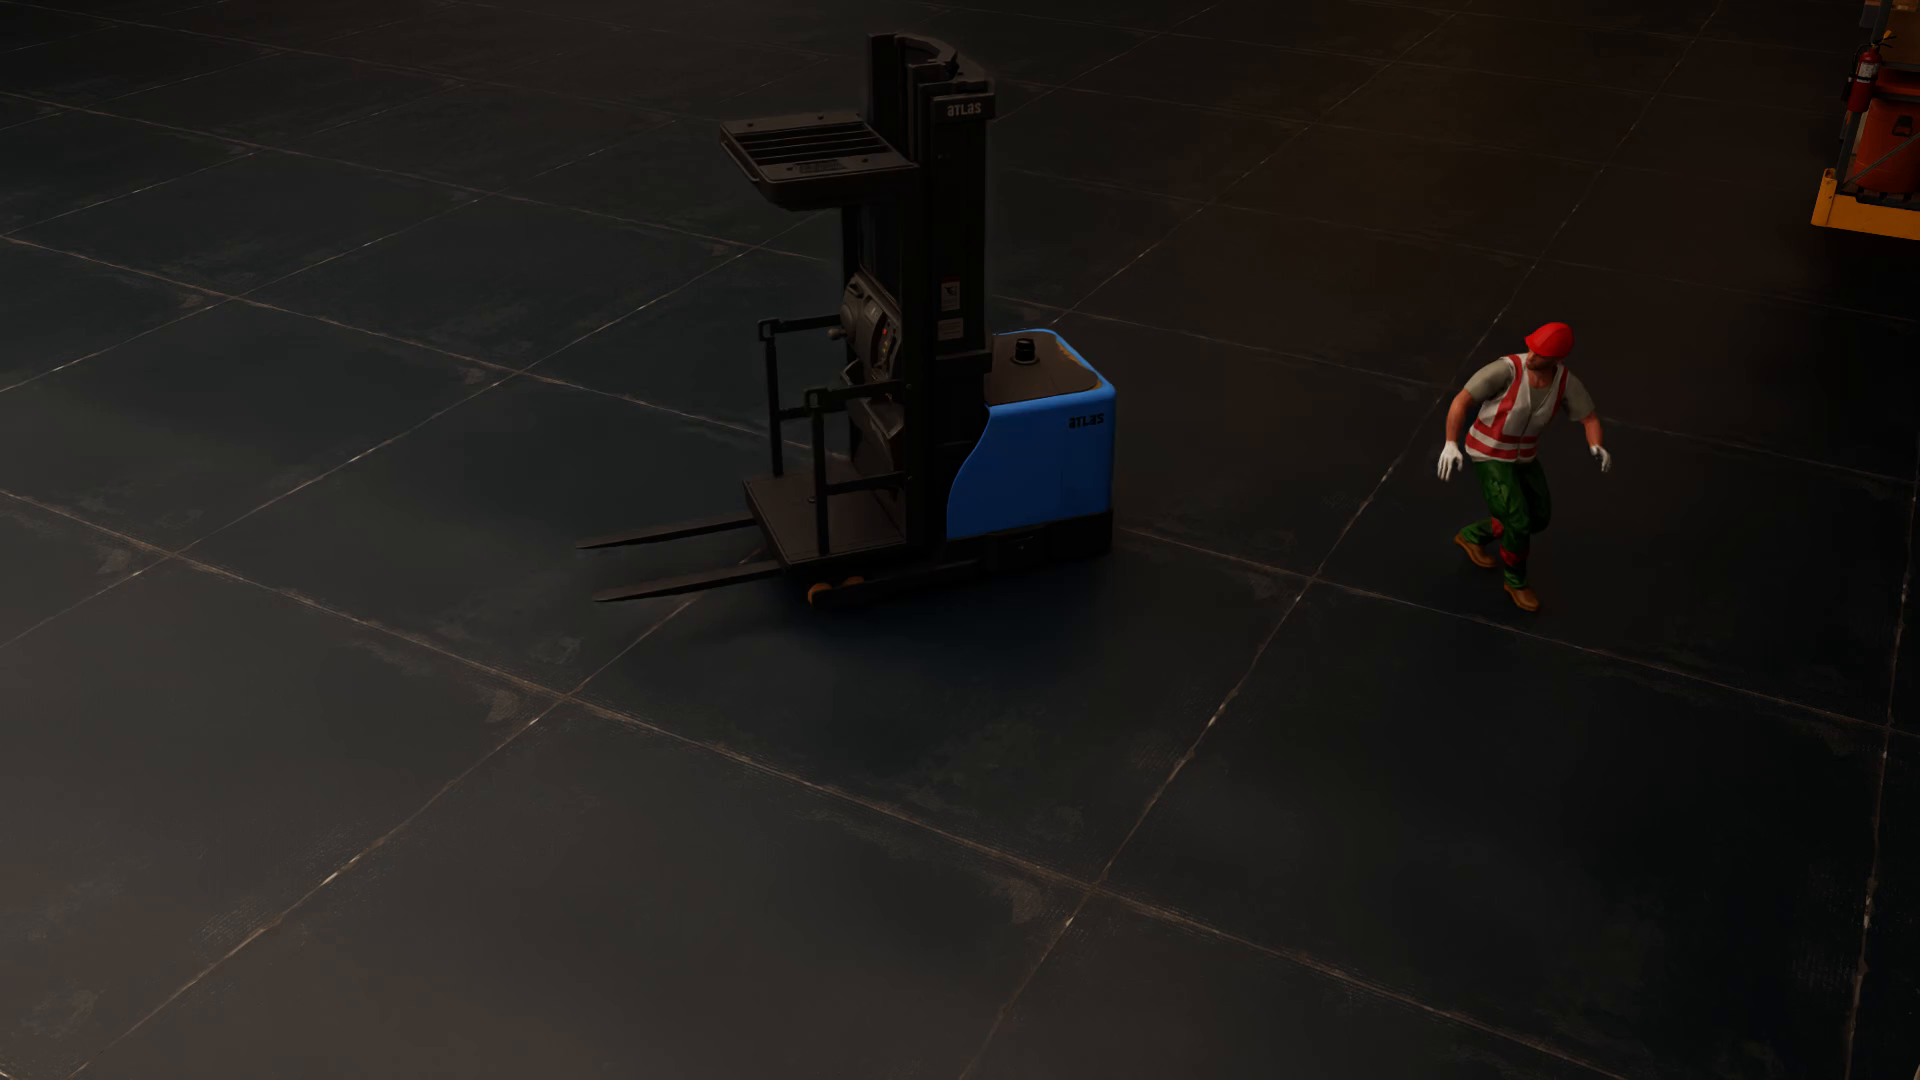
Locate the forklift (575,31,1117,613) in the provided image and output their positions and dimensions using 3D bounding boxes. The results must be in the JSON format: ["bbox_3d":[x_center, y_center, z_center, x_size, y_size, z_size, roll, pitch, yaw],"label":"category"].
[{"bbox_3d":[-0.672,-1.162,9.084,3.031,2.935,1.130,-10,32,-17],"label":"forklift"}]

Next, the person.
[{"bbox_3d":[3.032,-0.397,9.050,0.895,1.644,0.852,-11,32,-19],"label":"person"}]
